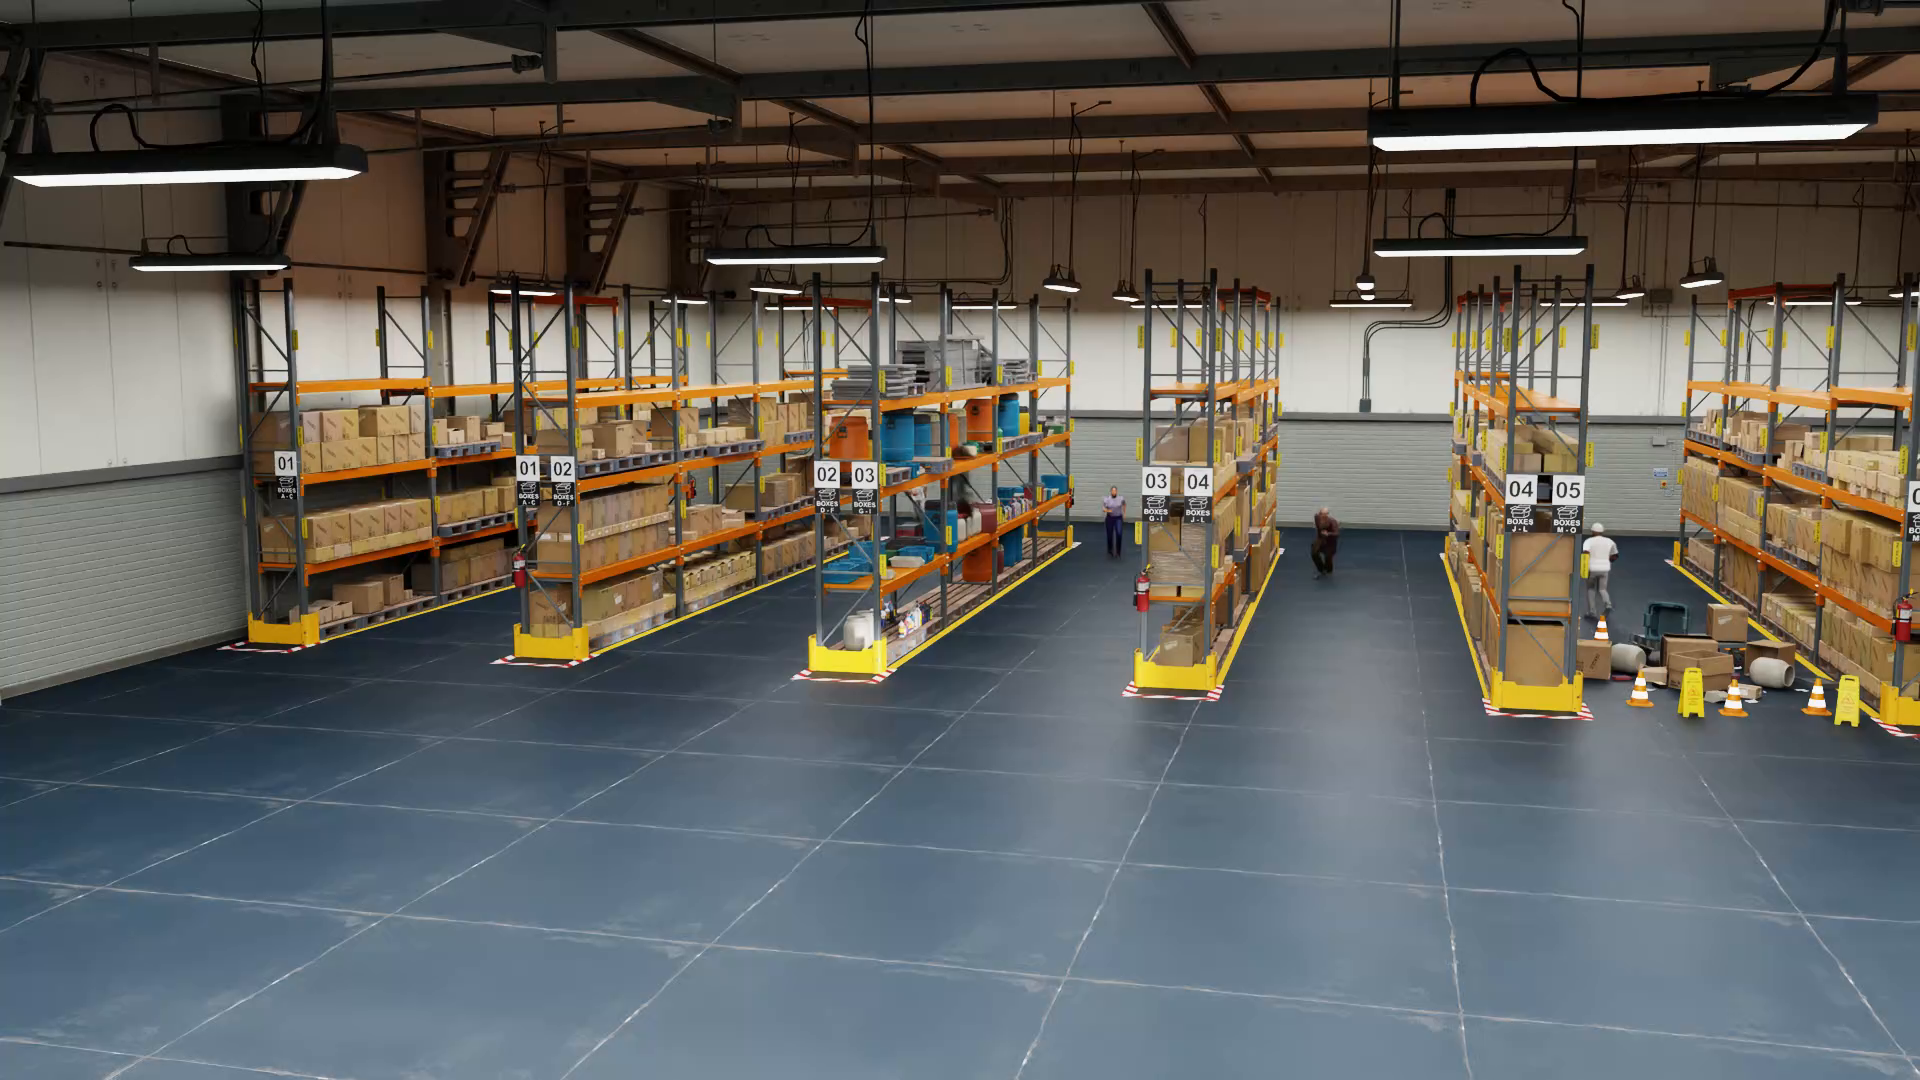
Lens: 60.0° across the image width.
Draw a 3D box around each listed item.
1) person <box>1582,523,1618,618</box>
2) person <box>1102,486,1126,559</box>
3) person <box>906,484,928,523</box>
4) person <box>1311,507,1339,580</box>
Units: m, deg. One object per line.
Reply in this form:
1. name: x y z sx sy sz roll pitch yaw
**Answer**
1. person: 11.539 0.567 29.962 0.696 1.719 0.828 0 7 2
2. person: 3.565 -0.405 38.427 0.580 1.690 0.804 0 7 2
3. person: -1.135 -1.041 43.647 0.621 1.661 0.853 -1 7 -12
4. person: 7.628 0.052 34.668 0.694 1.554 1.178 4 8 33
